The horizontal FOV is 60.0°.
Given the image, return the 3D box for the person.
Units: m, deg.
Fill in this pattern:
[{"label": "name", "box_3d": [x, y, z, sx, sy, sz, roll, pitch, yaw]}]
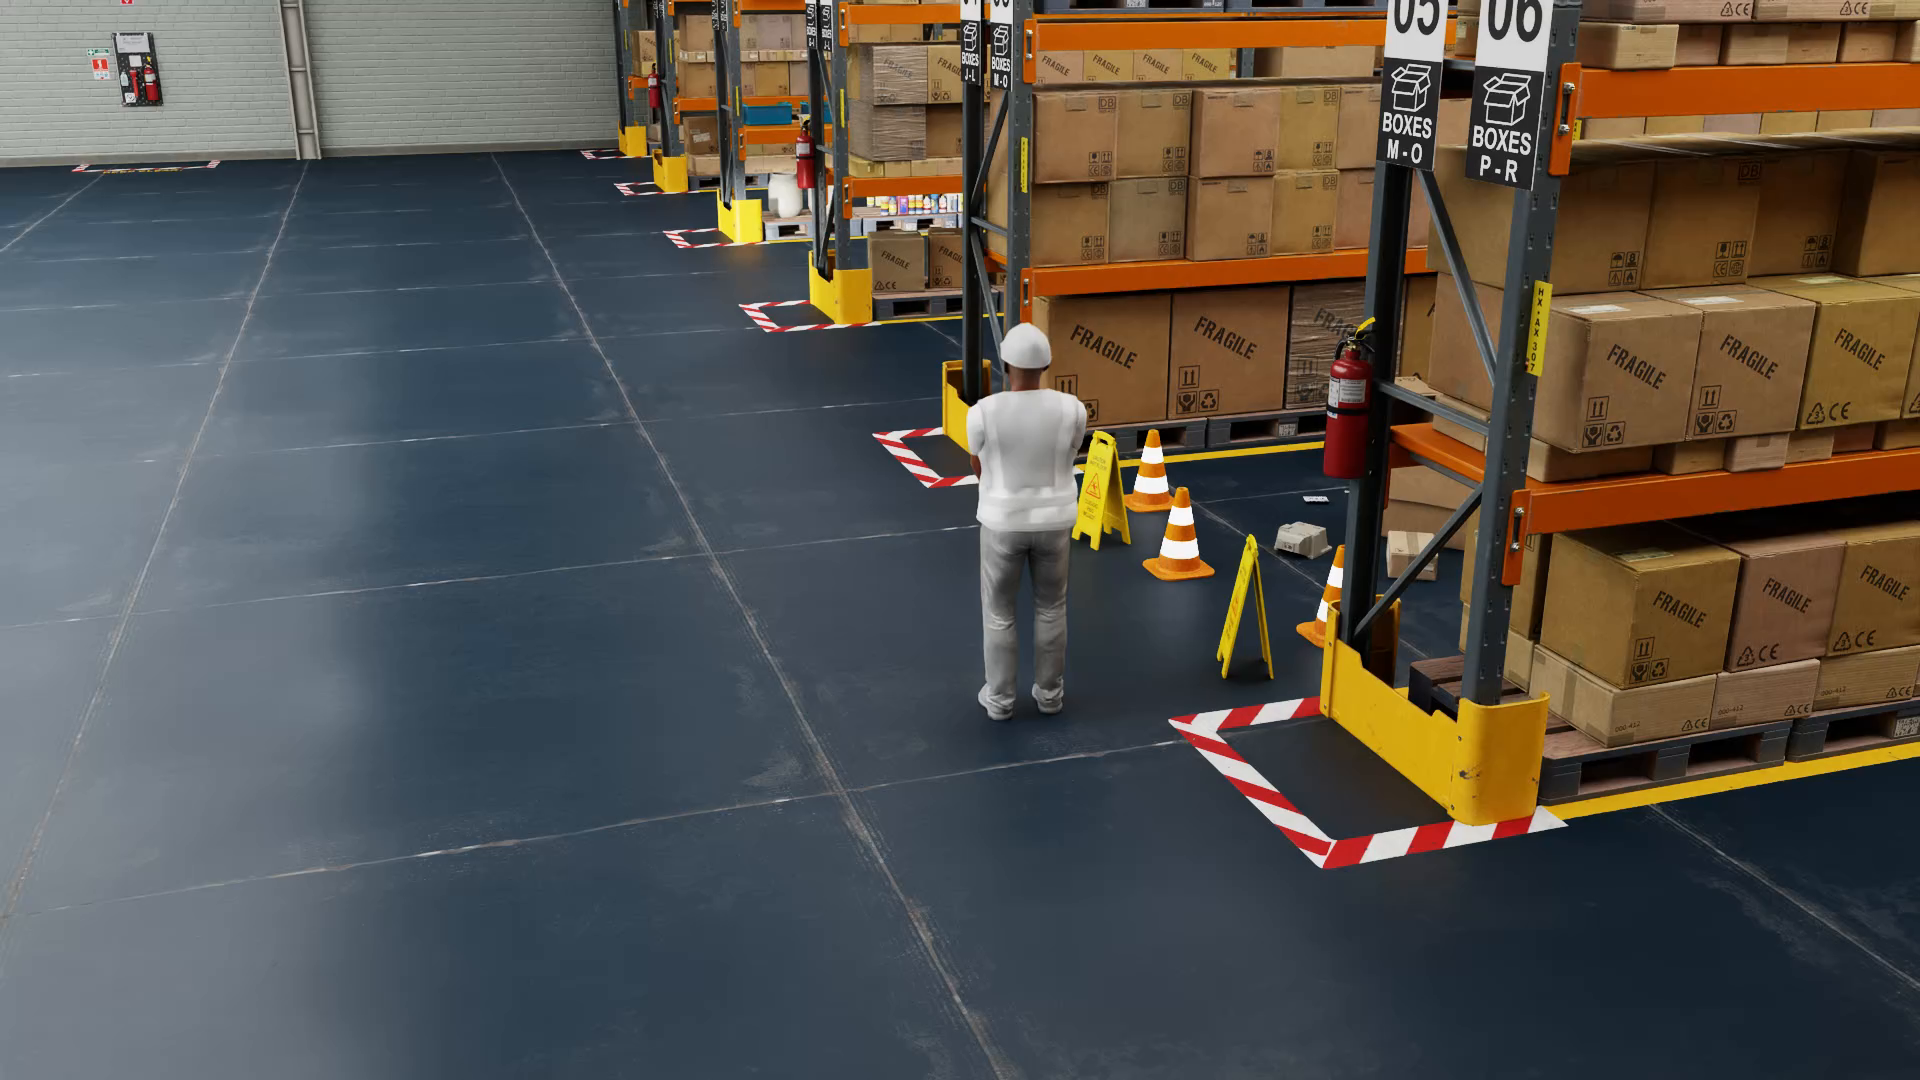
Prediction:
[{"label": "person", "box_3d": [0.264, -0.101, 7.201, 0.503, 1.760, 0.587, -2, 19, -6]}]
